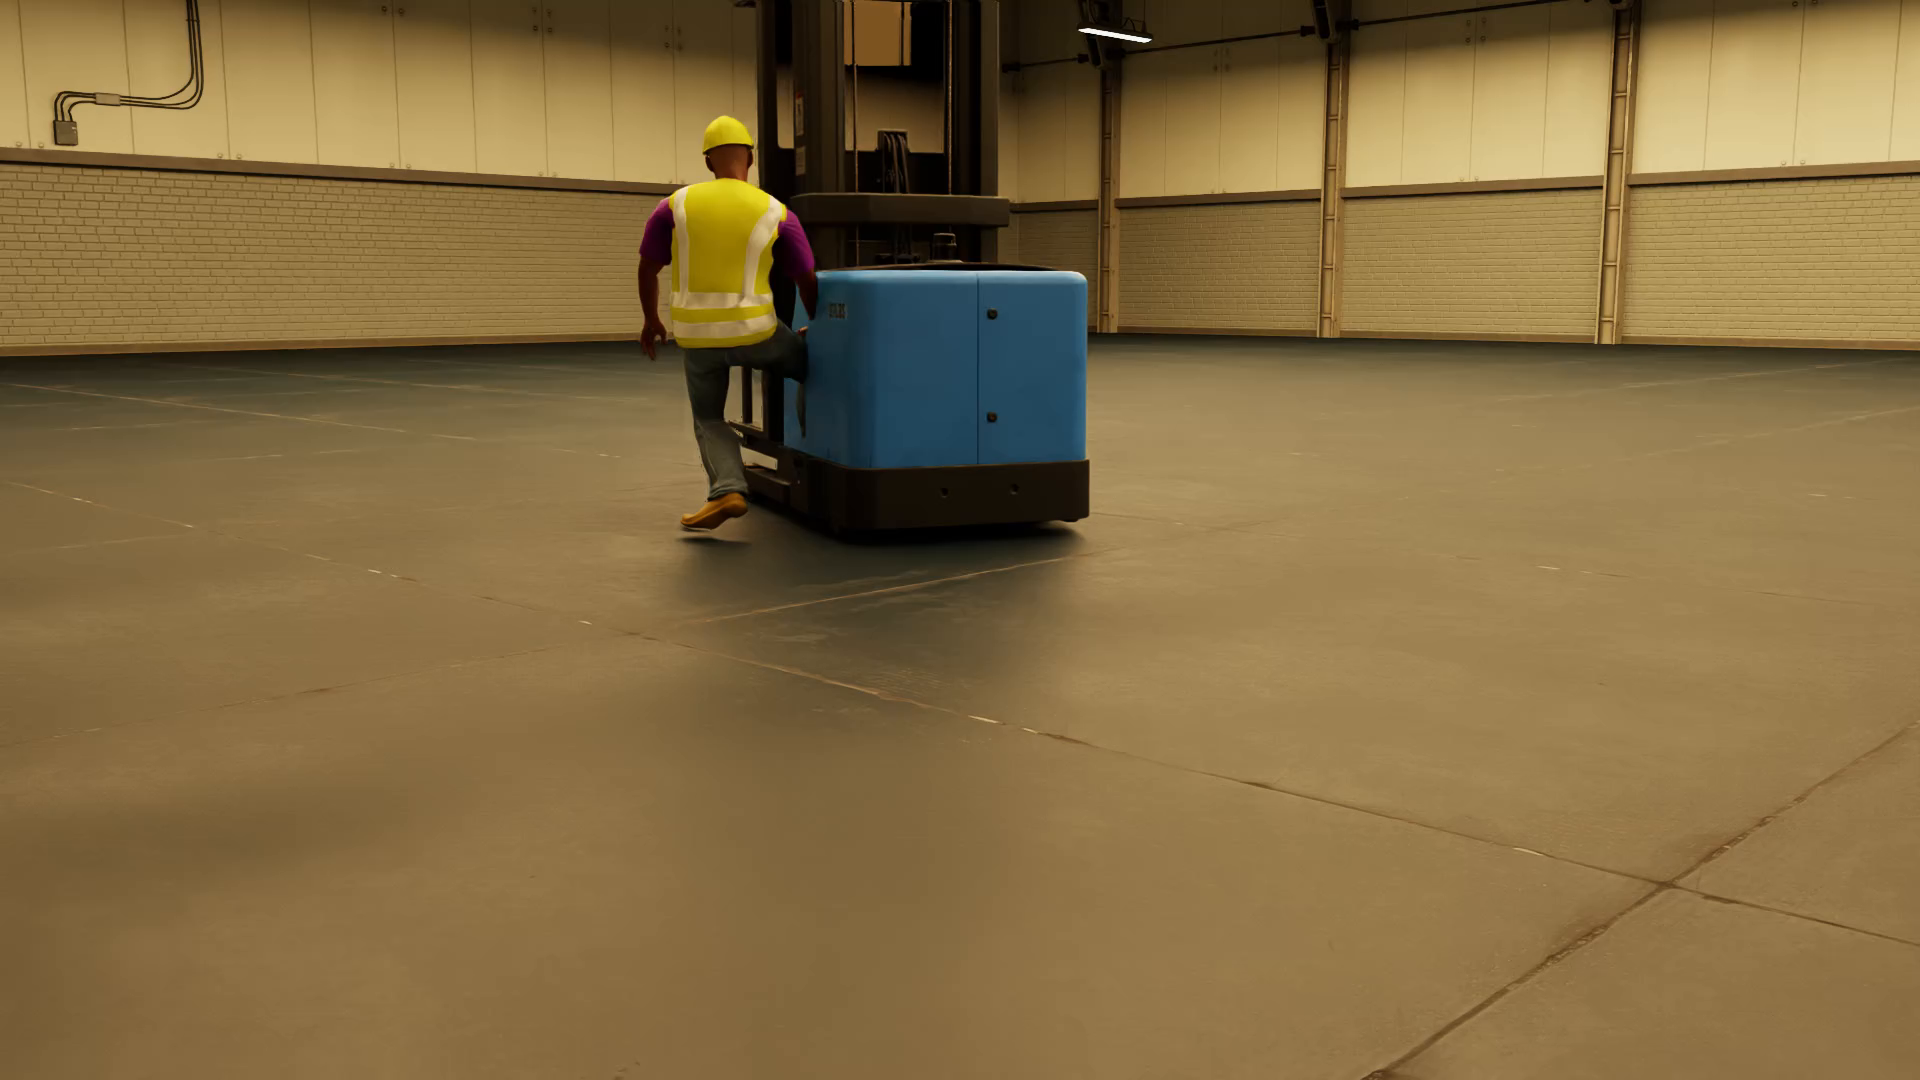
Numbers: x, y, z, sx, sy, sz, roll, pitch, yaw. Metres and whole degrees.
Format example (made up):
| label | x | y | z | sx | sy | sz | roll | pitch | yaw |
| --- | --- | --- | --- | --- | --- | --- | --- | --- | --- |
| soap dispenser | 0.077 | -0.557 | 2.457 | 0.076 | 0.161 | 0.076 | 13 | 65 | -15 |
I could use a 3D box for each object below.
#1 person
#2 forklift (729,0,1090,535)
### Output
| label | x | y | z | sx | sy | sz | roll | pitch | yaw |
| --- | --- | --- | --- | --- | --- | --- | --- | --- | --- |
| person | -0.929 | -0.899 | 6.942 | 0.802 | 1.663 | 0.716 | 0 | 9 | 3 |
| forklift | -0.472 | -1.650 | 7.833 | 1.130 | 2.935 | 3.031 | -3 | 9 | -21 |
